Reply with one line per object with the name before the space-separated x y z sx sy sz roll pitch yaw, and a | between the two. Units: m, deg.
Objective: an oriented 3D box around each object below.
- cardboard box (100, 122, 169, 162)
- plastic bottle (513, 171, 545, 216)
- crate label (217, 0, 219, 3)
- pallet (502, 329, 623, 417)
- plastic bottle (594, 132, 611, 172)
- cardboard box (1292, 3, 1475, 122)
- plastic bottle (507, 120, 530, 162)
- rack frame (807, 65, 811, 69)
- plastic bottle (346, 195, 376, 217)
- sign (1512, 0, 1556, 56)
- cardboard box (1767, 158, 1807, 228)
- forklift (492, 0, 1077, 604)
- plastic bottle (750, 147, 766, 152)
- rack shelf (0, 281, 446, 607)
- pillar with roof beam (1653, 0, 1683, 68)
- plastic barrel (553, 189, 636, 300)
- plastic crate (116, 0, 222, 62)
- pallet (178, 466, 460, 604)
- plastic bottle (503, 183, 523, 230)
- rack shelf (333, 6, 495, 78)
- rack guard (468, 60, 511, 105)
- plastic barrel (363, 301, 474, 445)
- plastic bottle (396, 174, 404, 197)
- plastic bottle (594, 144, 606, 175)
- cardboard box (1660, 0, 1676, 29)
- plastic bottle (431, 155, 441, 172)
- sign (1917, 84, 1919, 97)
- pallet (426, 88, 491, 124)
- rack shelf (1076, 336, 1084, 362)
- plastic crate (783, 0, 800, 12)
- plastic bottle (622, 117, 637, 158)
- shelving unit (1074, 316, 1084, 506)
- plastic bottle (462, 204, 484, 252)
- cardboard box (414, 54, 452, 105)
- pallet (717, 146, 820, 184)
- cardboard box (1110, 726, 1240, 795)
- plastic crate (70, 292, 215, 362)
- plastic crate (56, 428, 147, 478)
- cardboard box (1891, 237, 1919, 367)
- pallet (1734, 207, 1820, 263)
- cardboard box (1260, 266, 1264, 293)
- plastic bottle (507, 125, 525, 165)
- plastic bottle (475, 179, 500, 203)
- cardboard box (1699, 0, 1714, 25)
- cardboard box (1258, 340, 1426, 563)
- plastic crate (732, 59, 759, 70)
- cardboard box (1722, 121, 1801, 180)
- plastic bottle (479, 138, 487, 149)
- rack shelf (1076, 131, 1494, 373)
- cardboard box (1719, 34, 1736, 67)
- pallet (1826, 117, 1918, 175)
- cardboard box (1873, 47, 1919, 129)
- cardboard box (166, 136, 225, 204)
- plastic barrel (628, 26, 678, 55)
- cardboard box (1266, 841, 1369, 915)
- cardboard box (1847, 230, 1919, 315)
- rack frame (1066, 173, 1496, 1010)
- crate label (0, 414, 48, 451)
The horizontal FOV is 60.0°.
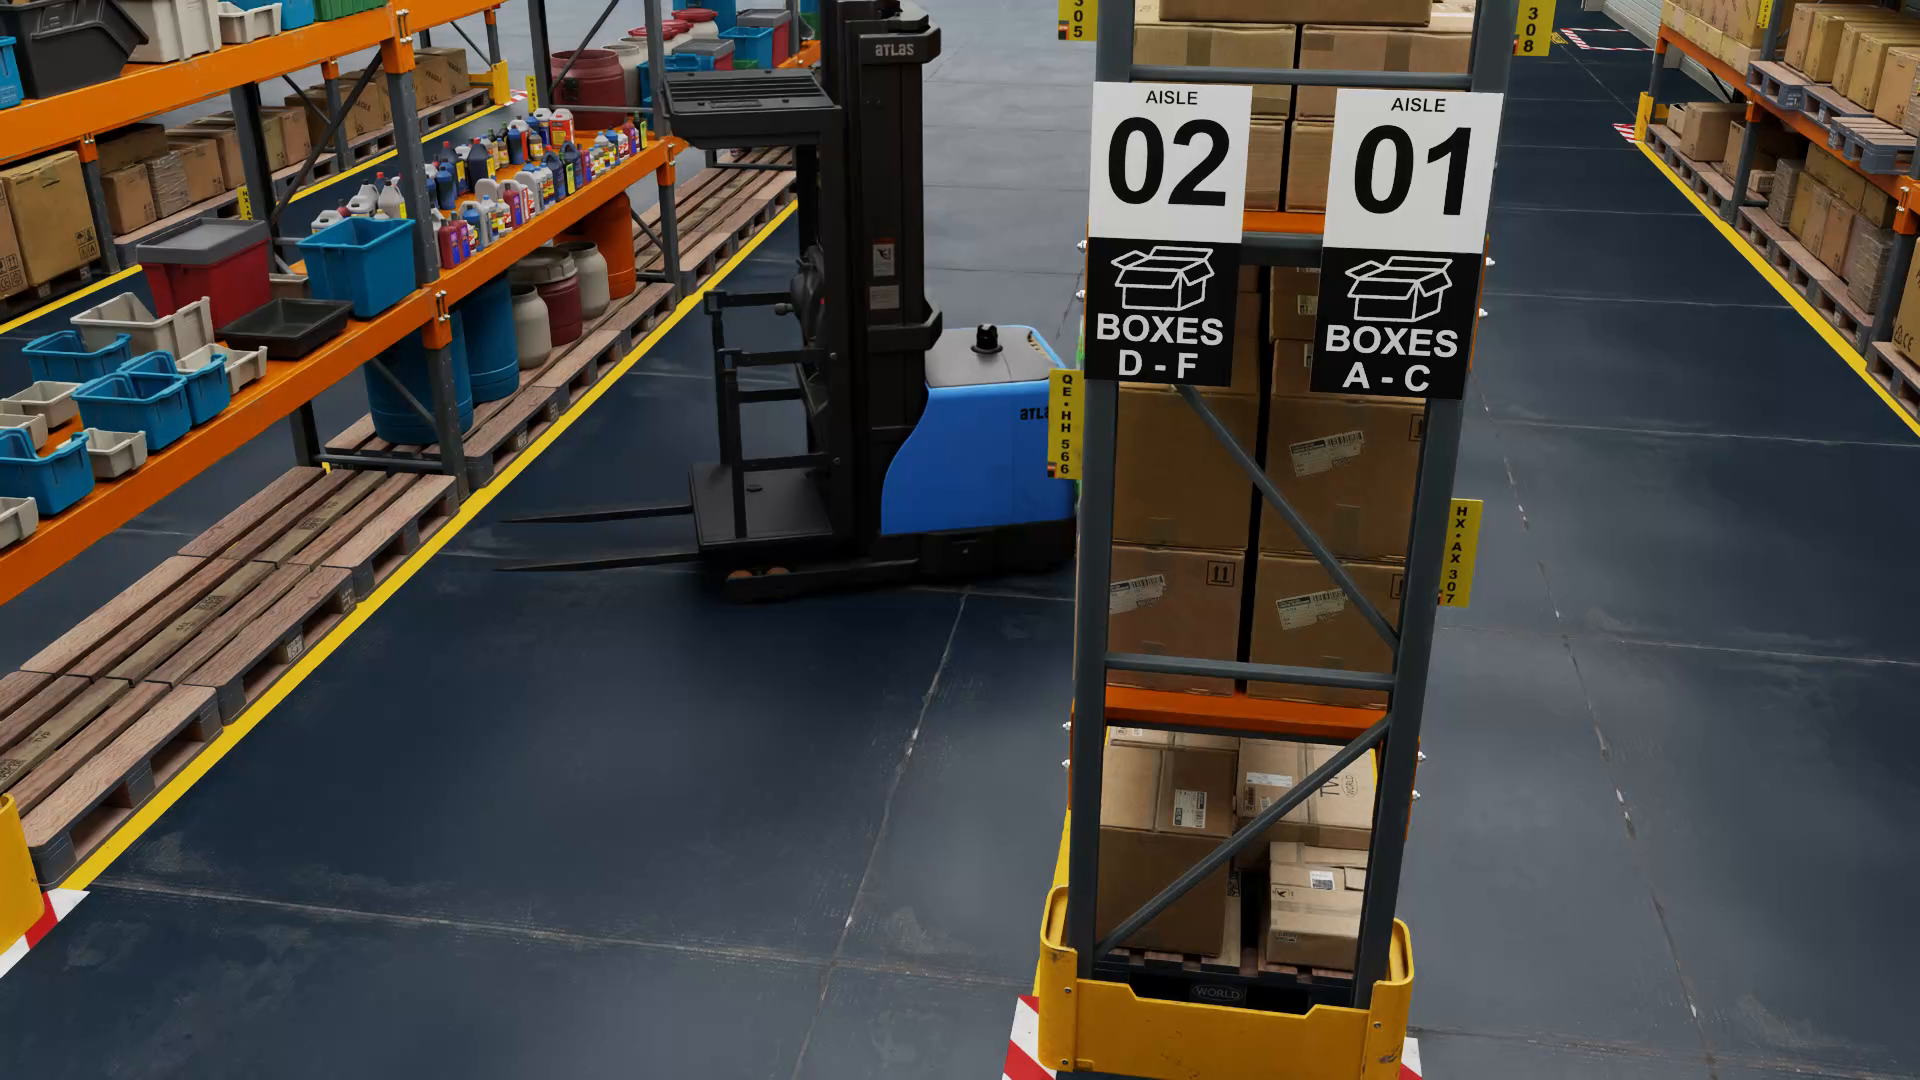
cardboard box | -7.466 -3.554 14.849 0.500 0.250 0.500 7 26 14
plastic bottle | -2.749 -2.221 10.604 0.152 0.276 0.135 4 25 9
crate label | -3.755 -2.681 8.211 0.293 0.136 0.466 4 25 9
pallet | -3.026 -1.195 11.553 1.003 0.211 1.213 4 25 9
plastic bottle | -2.520 -2.736 11.708 0.097 0.271 0.097 0 25 0
cardboard box | 1.183 -1.322 4.585 0.500 0.250 0.500 4 25 9
plastic bottle | -3.202 -2.891 12.034 0.152 0.276 0.135 4 25 9
rack frame | -1.429 -6.645 19.908 1.000 3.000 0.127 4 25 9
plastic bottle | -3.585 -1.910 9.938 0.152 0.276 0.135 4 25 9
sign | 1.378 -1.325 3.974 0.100 0.325 0.005 4 25 9
cardboard box | 7.587 -3.044 14.644 0.700 0.500 0.500 5 26 10
forklift | -0.951 -1.245 8.452 3.031 2.935 1.130 -5 26 -11
plastic bottle | -2.119 -4.251 17.399 0.144 0.351 0.185 4 25 9
rack shelf | -3.717 -0.464 7.551 1.077 0.370 4.000 4 25 9
pillar with roof beam | 5.817 -11.131 22.414 9.100 9.000 0.400 4 25 9
plastic barrel | -2.799 -2.300 12.691 0.600 0.830 0.708 4 25 9
plastic crate | -3.377 -2.164 6.935 0.437 0.282 0.530 4 25 9
pallet | -3.472 -0.053 9.114 1.003 0.211 1.213 4 25 9
plastic bottle | -2.764 -2.068 10.268 0.061 0.283 0.133 4 25 9
rack shelf | -6.642 -5.826 19.006 1.077 0.370 4.000 4 25 9
rack guard | -6.328 -5.824 21.103 1.175 0.500 0.348 4 25 9
plastic barrel | -3.284 -1.092 10.025 0.600 0.901 0.708 4 25 9
plastic bottle | -3.390 -2.078 10.210 0.144 0.351 0.185 4 25 9
plastic bottle | -2.536 -2.663 11.636 0.097 0.201 0.097 0 25 0
cardboard box | 7.952 -5.717 18.080 0.500 0.250 0.500 3 25 7
plastic bottle | -3.450 -2.377 10.928 0.061 0.283 0.133 4 25 9
sign | 6.501 -3.135 11.136 0.100 0.325 0.005 4 25 9
pallet | -6.495 -5.356 20.443 1.003 0.211 1.213 4 25 9
rack shelf | 0.796 -0.924 8.783 0.258 0.148 0.480 0 27 -11
plastic crate | -1.893 -6.173 19.212 0.298 0.136 0.250 4 25 9
plastic bottle | -2.419 -2.951 12.154 0.061 0.283 0.133 4 25 9
shelving unit | 0.761 -0.552 8.968 0.258 1.200 0.503 0 27 -11
plastic bottle | -2.871 -1.838 9.789 0.097 0.271 0.097 0 25 0
cardboard box | -6.498 -5.534 19.987 0.500 0.500 0.500 11 27 22
pallet | -1.932 -3.987 17.519 1.003 0.211 1.213 4 25 9
cardboard box | 0.873 0.798 6.731 0.500 0.250 0.500 4 25 9
plastic crate | -3.821 -0.974 7.861 0.437 0.282 0.530 4 25 9
plastic crate | -3.434 -0.353 6.707 0.250 0.136 0.298 4 25 9
cardboard box | 6.788 -1.531 11.022 0.750 0.750 0.750 4 25 8
pallet | 7.565 -2.697 14.763 1.003 0.211 1.213 4 25 9
cardboard box | 1.588 -1.336 7.268 0.500 0.500 0.500 4 25 8
plastic bottle | -3.187 -2.838 11.926 0.097 0.271 0.097 0 25 0
plastic bottle | -2.937 -2.135 10.419 0.152 0.276 0.135 4 25 9
cardboard box | 7.717 -5.422 16.564 0.500 0.500 0.500 5 26 10
cardboard box | 1.175 -0.274 4.999 0.500 0.500 0.500 5 26 10
plastic crate | -2.089 -4.128 14.781 0.450 0.188 0.662 4 25 9
cardboard box | 7.821 -3.789 16.237 0.500 0.500 0.500 2 25 5
plastic bottle | -3.323 -2.649 11.523 0.097 0.271 0.097 0 25 0
rack shelf | 1.169 -1.478 6.179 1.077 0.370 4.000 4 25 9
cardboard box | 7.559 -4.654 15.807 0.500 0.250 0.500 4 25 9
pallet | 7.049 -2.831 11.986 1.213 0.211 1.003 4 25 9
cardboard box | 7.169 -3.290 12.104 0.700 0.500 0.500 2 25 4
cardboard box | -7.369 -3.461 15.536 0.700 0.500 0.500 6 26 13
plastic barrel | -2.646 -4.161 14.440 0.433 0.535 0.433 0 25 0
cardboard box | 1.291 1.220 5.929 0.380 0.166 0.250 4 25 9
cardboard box | 7.104 -1.984 12.381 0.700 0.500 0.500 4 25 9
rack frame | 0.842 0.392 4.875 1.000 3.000 0.127 4 25 9
crate label | -4.006 -0.453 6.919 0.396 0.136 0.243 4 25 9
